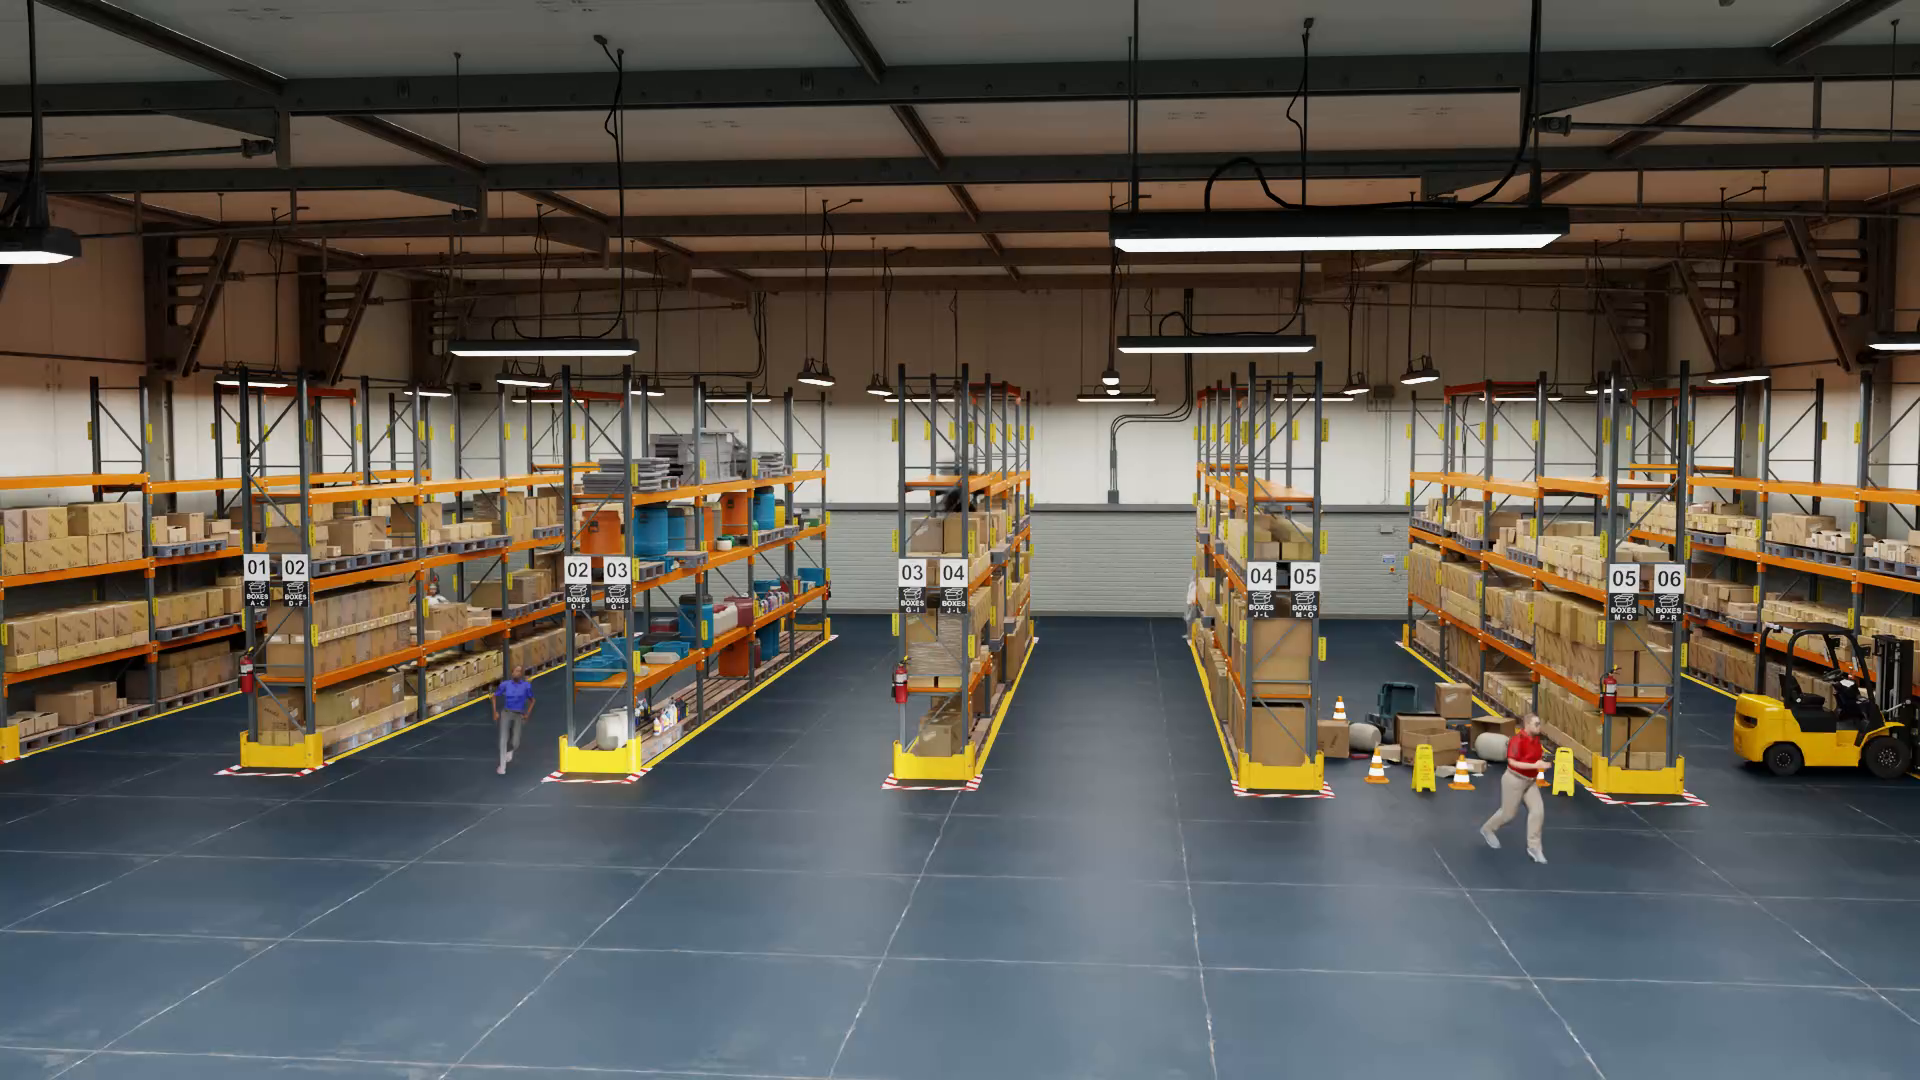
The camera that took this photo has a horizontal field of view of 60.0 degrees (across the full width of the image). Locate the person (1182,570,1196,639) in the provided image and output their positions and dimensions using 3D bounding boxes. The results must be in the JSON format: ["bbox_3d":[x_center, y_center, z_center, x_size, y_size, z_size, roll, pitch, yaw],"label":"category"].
[{"bbox_3d":[5.768,1.550,40.442,0.617,1.723,0.670,-2,4,-29],"label":"person"}]

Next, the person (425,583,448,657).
[{"bbox_3d":[-11.527,1.801,36.436,0.600,1.721,0.761,0,4,0],"label":"person"}]

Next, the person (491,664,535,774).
[{"bbox_3d":[-6.631,2.643,24.687,0.624,1.619,0.545,-1,4,-16],"label":"person"}]

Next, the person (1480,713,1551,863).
[{"bbox_3d":[6.584,2.915,19.642,0.677,1.791,0.952,-3,5,-37],"label":"person"}]
